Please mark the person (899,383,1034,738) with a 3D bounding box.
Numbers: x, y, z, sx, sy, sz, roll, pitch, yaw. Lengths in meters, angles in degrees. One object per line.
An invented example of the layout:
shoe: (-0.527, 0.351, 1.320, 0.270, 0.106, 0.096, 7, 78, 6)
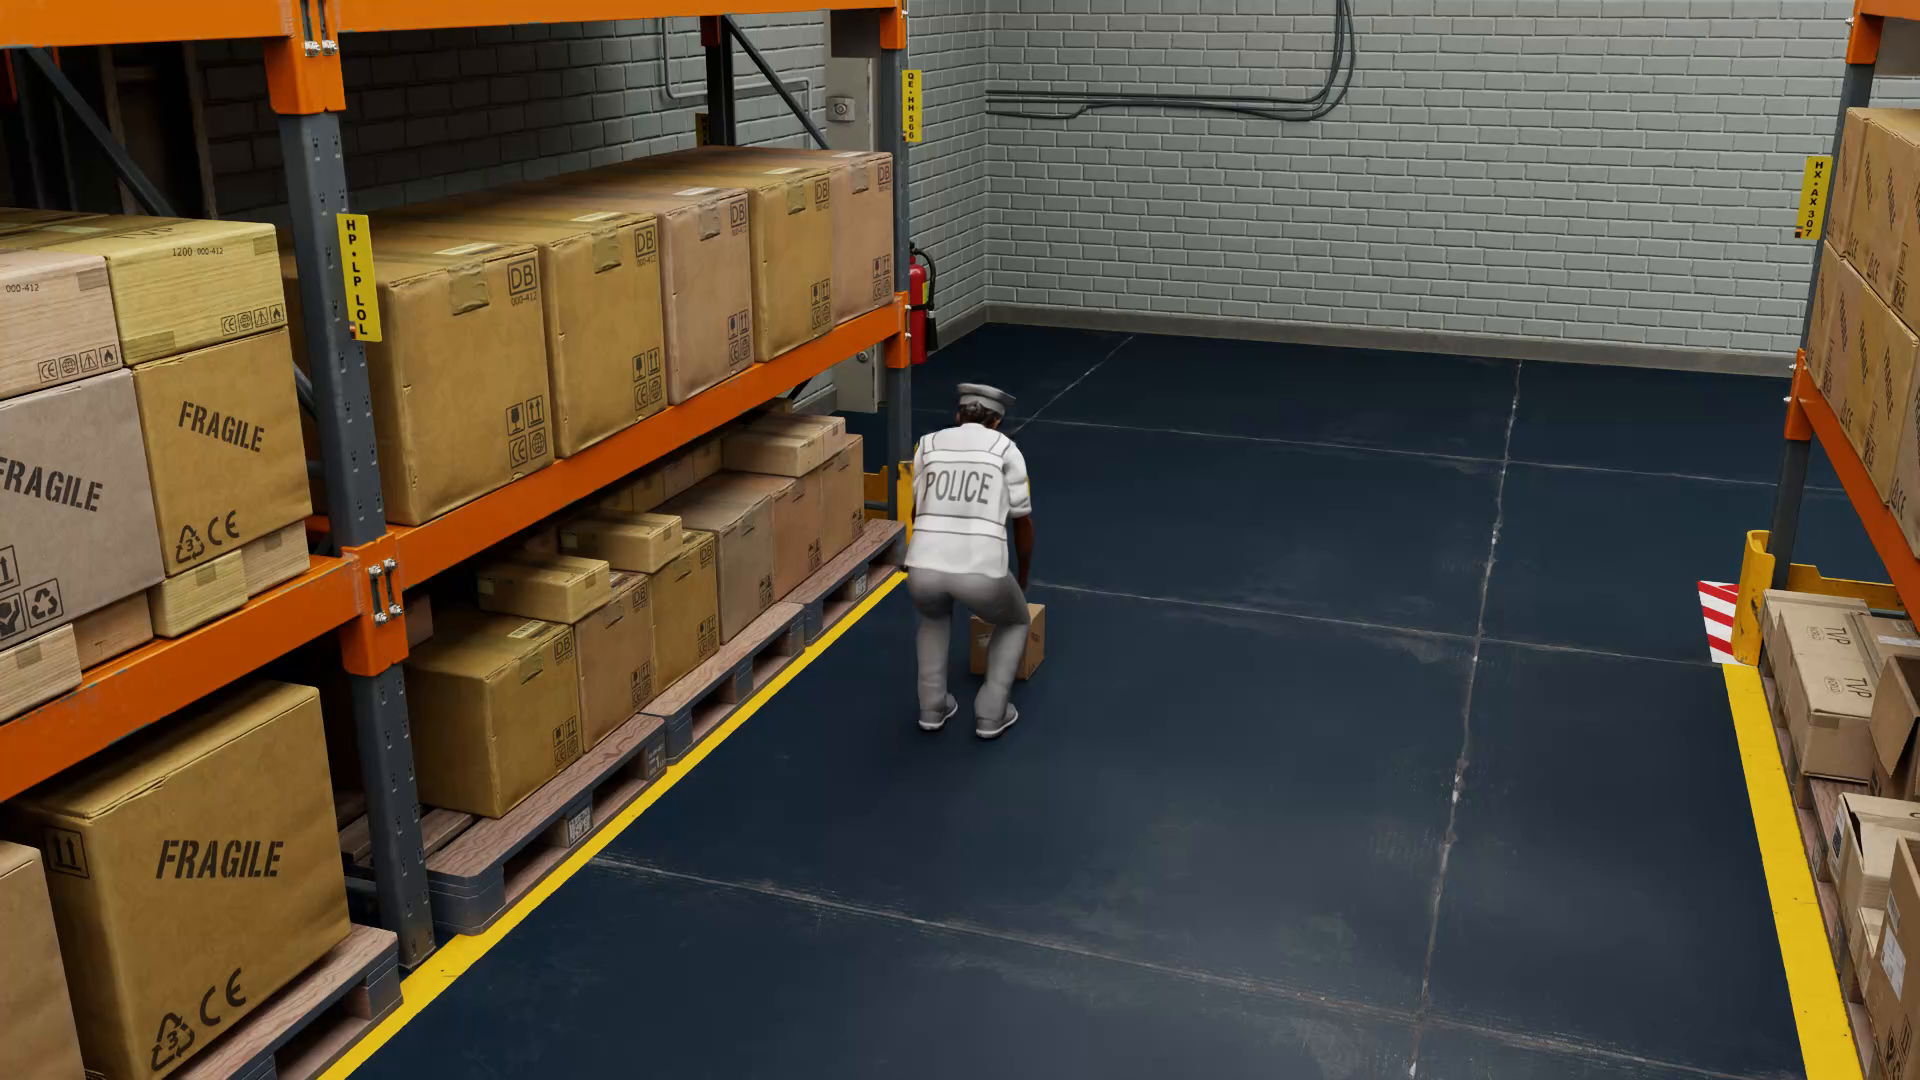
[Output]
person: (0.016, 0.076, 6.411, 0.496, 1.303, 0.756, 6, 20, 18)
